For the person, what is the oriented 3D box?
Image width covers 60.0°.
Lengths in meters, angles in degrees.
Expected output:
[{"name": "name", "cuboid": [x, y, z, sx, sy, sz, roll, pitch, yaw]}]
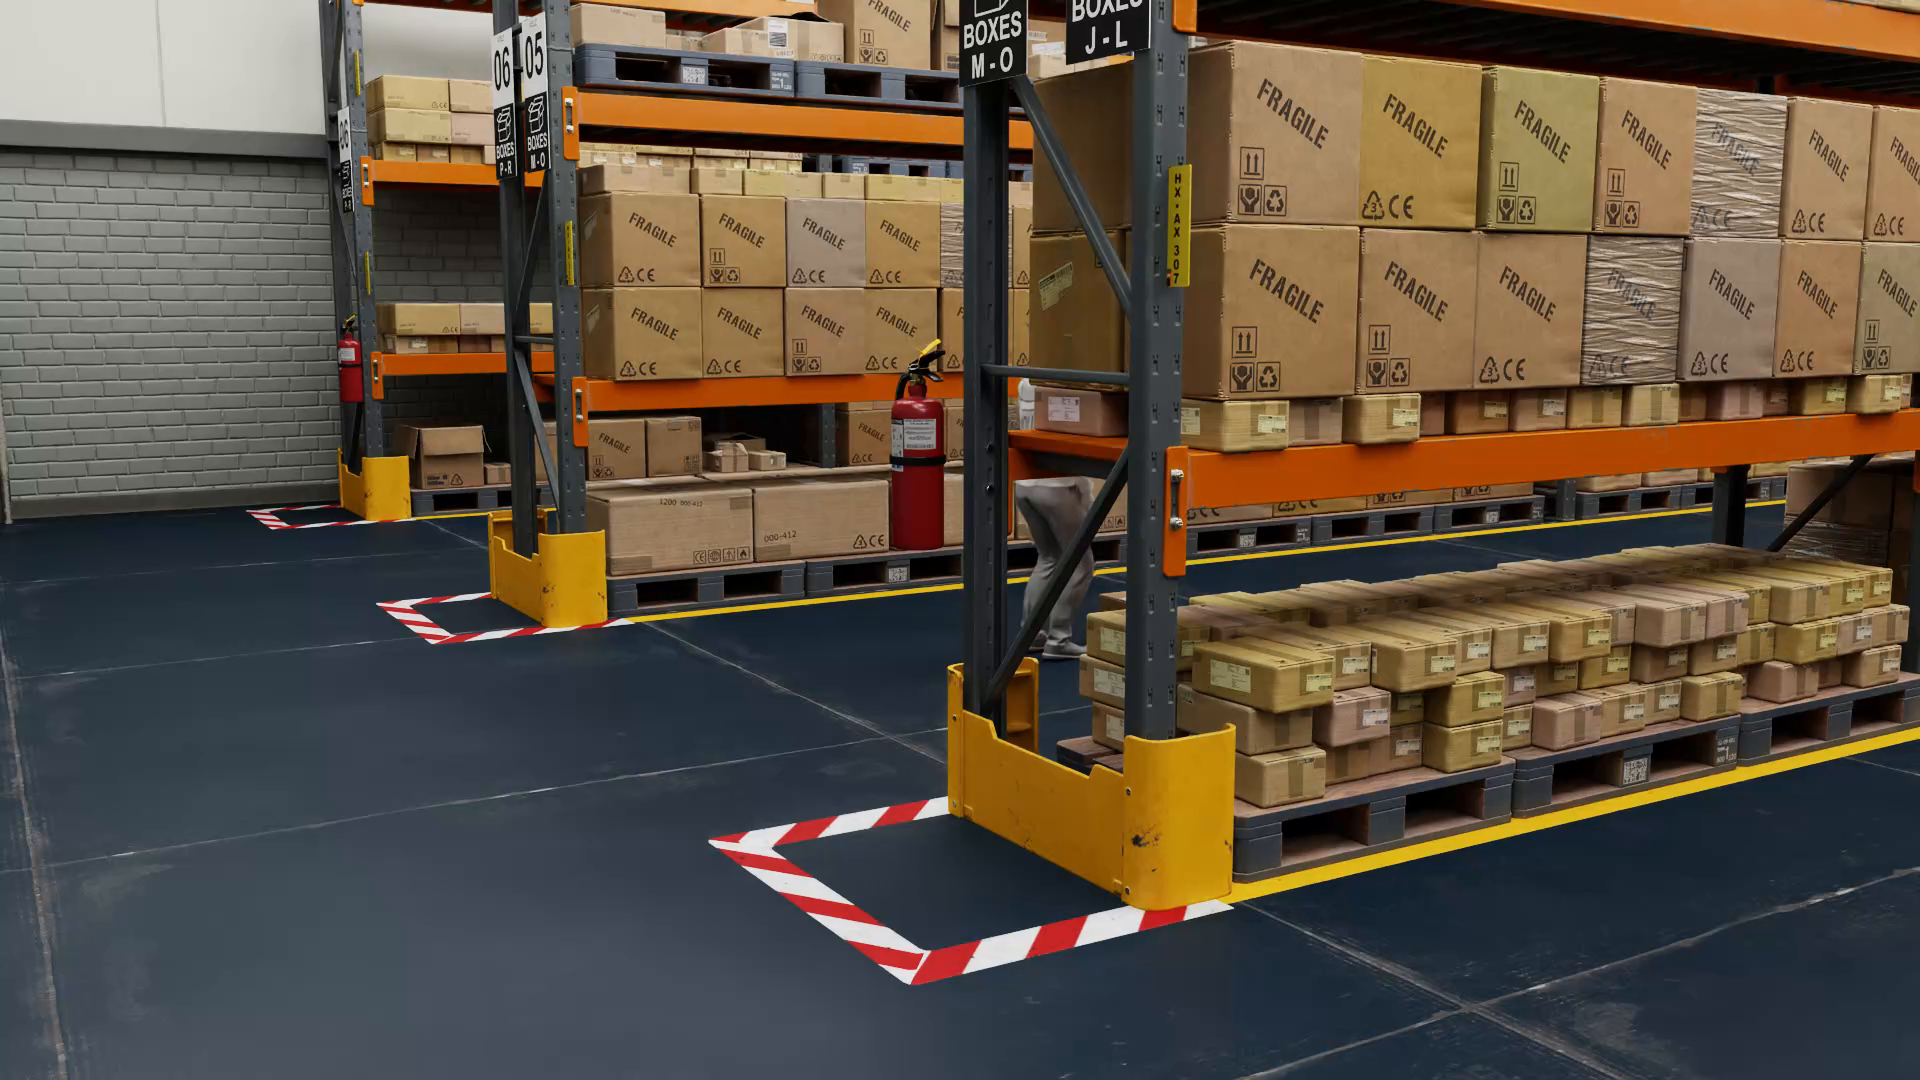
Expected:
[{"name": "person", "cuboid": [0.468, -0.237, 8.139, 0.446, 1.626, 0.500, -5, 9, -29]}]
